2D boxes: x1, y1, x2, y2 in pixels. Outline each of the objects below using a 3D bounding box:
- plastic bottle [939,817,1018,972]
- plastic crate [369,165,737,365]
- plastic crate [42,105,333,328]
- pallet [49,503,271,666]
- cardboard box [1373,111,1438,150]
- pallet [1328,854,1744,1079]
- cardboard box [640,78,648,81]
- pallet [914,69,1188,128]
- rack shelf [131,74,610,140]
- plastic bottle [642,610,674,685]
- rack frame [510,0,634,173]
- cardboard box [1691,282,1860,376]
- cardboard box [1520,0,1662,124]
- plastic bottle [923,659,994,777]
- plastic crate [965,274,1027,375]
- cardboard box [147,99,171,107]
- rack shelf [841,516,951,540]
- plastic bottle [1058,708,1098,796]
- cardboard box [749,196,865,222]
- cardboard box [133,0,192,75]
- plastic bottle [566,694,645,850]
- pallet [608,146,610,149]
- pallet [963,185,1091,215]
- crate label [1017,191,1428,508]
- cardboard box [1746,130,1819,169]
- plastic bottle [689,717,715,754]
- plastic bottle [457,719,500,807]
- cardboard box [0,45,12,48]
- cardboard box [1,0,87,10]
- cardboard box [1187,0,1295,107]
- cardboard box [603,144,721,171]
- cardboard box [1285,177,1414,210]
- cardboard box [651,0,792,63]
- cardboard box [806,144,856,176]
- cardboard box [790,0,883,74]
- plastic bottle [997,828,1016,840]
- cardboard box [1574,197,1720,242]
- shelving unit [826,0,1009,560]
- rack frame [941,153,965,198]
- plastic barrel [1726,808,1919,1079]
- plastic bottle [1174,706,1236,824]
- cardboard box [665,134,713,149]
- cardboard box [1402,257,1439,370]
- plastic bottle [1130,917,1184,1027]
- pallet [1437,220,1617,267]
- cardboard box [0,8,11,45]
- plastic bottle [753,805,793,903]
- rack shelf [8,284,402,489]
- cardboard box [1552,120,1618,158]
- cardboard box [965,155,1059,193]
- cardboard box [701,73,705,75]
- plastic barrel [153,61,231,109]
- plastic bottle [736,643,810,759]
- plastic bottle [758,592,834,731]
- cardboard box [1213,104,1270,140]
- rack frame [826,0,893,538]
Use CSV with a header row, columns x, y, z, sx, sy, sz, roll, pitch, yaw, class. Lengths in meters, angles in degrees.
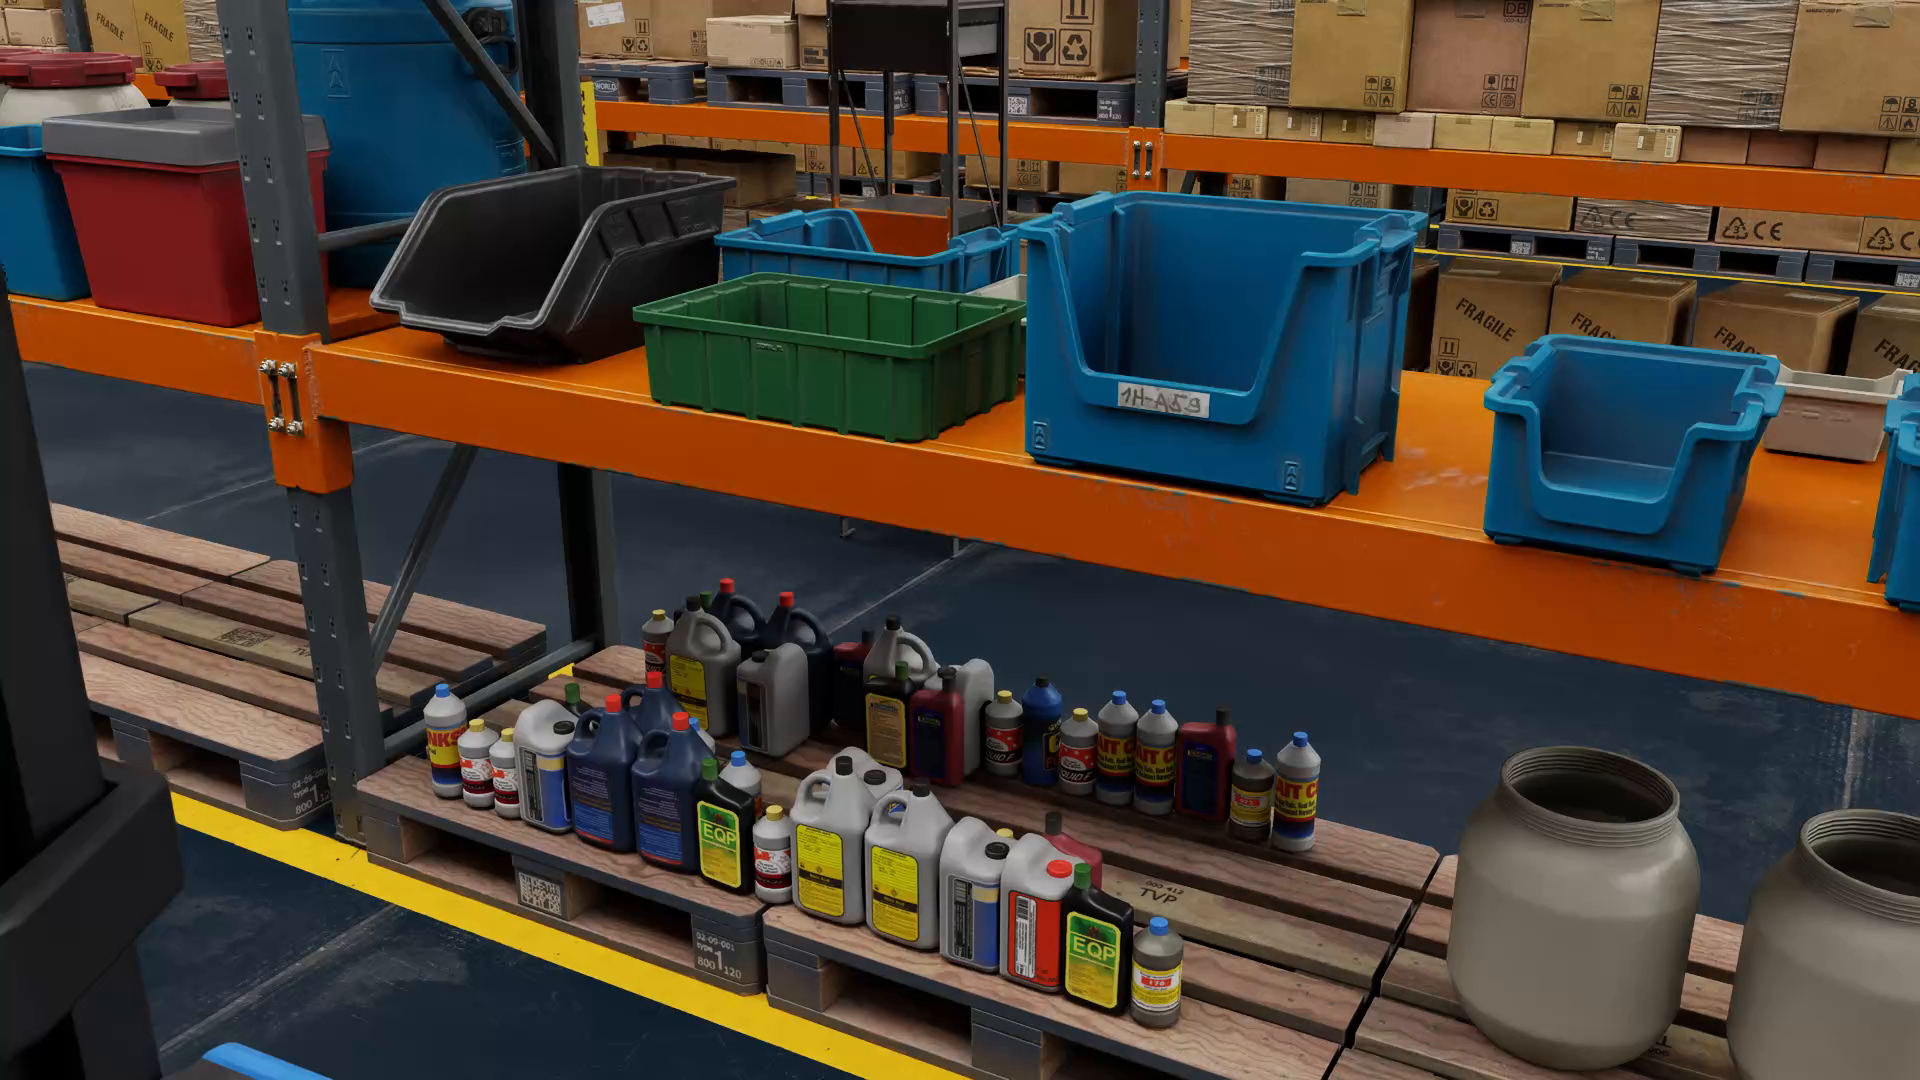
x,y,z,sx,sy,sz,roll,pitch,yaw,class
0.048,0.708,3.365,0.135,0.276,0.152,10,22,26,plastic bottle
-0.904,-0.629,3.791,0.504,0.338,0.767,11,23,27,plastic crate
-1.871,-0.803,4.085,0.583,0.464,0.402,11,23,27,plastic crate
-3.073,0.206,5.487,1.213,0.211,1.003,11,23,27,pallet
2.022,-1.843,7.415,0.250,0.149,0.380,11,23,27,cardboard box
1.397,1.058,3.140,1.213,0.211,1.003,11,23,27,pallet
-2.844,-4.221,15.553,0.500,0.250,0.500,10,22,25,cardboard box
0.520,-2.338,8.693,1.213,0.211,1.003,11,23,27,pallet
-4.121,-2.917,11.063,4.000,0.370,1.077,11,23,27,rack shelf
-0.830,0.293,4.617,0.097,0.201,0.097,0,20,0,plastic bottle
-2.375,-2.923,10.024,0.127,3.000,1.000,11,23,27,rack frame
3.533,-0.813,7.257,0.500,0.500,0.500,18,27,41,cardboard box
2.801,-2.109,7.197,0.500,0.500,0.875,11,23,27,cardboard box
-0.007,0.426,4.142,0.135,0.276,0.152,11,23,28,plastic bottle
0.242,-0.465,3.634,0.437,0.136,0.530,11,23,27,plastic crate
-5.299,-2.686,11.871,0.875,0.875,1.225,11,23,27,cardboard box
-0.145,-0.344,6.326,0.480,0.518,0.431,11,23,27,rack shelf
0.289,0.506,4.029,0.097,0.201,0.097,0,20,0,plastic bottle
-0.792,-1.668,9.586,0.500,0.500,0.700,13,24,32,cardboard box
-5.148,-3.401,11.195,0.500,0.500,0.500,11,23,27,cardboard box
-0.797,0.513,3.791,0.185,0.351,0.144,11,23,29,plastic bottle
-3.964,-3.838,16.636,1.213,0.211,1.003,11,23,27,pallet
0.783,-2.918,14.100,1.213,0.211,1.003,11,23,27,pallet
0.454,-0.360,2.907,0.616,0.435,0.502,11,23,27,crate label
3.389,-1.628,6.824,0.250,0.149,0.380,11,23,27,cardboard box
-0.611,0.539,3.837,0.097,0.271,0.097,0,20,0,plastic bottle
-1.146,0.526,3.975,0.097,0.201,0.097,0,20,0,plastic bottle
-6.742,-3.509,12.007,0.250,0.149,0.380,10,22,26,cardboard box
-6.399,-4.007,11.696,0.500,0.500,0.500,12,23,29,cardboard box
1.479,-2.351,7.865,0.500,0.500,0.875,11,23,27,cardboard box
-1.776,-2.205,9.965,0.500,0.250,0.500,12,23,29,cardboard box
3.038,-2.934,12.737,0.750,0.750,1.050,11,23,27,cardboard box
-1.348,-3.026,9.547,0.500,0.500,0.700,15,25,35,cardboard box
-1.022,-3.524,14.731,0.500,0.500,0.500,12,23,29,cardboard box
-0.442,-2.764,8.820,0.637,0.503,0.797,13,24,33,cardboard box
0.093,0.702,3.488,0.097,0.201,0.097,0,20,0,plastic bottle
4.928,-2.642,11.749,0.875,0.875,0.875,11,23,28,cardboard box
-0.145,-1.015,6.083,0.503,2.100,0.431,11,23,27,shelving unit
0.132,-4.383,14.048,0.127,3.000,1.000,11,23,27,rack frame
1.581,0.767,2.883,0.421,0.512,0.421,0,20,0,plastic barrel
0.574,0.515,3.885,0.133,0.283,0.061,11,23,28,plastic bottle
-2.382,-3.781,15.439,0.500,0.500,0.500,12,23,30,cardboard box
1.950,-1.109,8.072,0.500,0.500,0.500,-17,26,-39,cardboard box
0.376,0.816,3.176,0.097,0.201,0.097,0,20,0,plastic bottle
4.249,-2.257,12.277,1.213,0.211,1.003,11,23,27,pallet
-6.834,-3.738,12.055,0.500,0.250,0.500,12,23,29,cardboard box
-0.396,0.669,3.581,0.097,0.201,0.097,0,20,0,plastic bottle
-3.045,-0.778,5.165,4.000,0.370,1.077,11,23,27,rack shelf
2.714,-1.741,7.133,0.250,0.149,0.380,11,23,27,cardboard box
0.619,-3.394,14.007,0.750,0.750,1.050,10,22,27,cardboard box
-2.145,-4.285,15.728,0.500,0.250,0.500,12,23,30,cardboard box
-2.027,-1.071,4.721,0.433,0.535,0.433,0,20,0,plastic barrel
-0.479,0.392,4.235,0.135,0.276,0.152,11,23,27,plastic bottle
-0.429,0.309,4.355,0.185,0.351,0.144,10,22,25,plastic bottle
1.370,-1.969,7.762,0.250,0.149,0.380,11,23,27,cardboard box
-0.358,-1.055,6.195,0.015,2.100,0.400,11,23,27,rack frame
